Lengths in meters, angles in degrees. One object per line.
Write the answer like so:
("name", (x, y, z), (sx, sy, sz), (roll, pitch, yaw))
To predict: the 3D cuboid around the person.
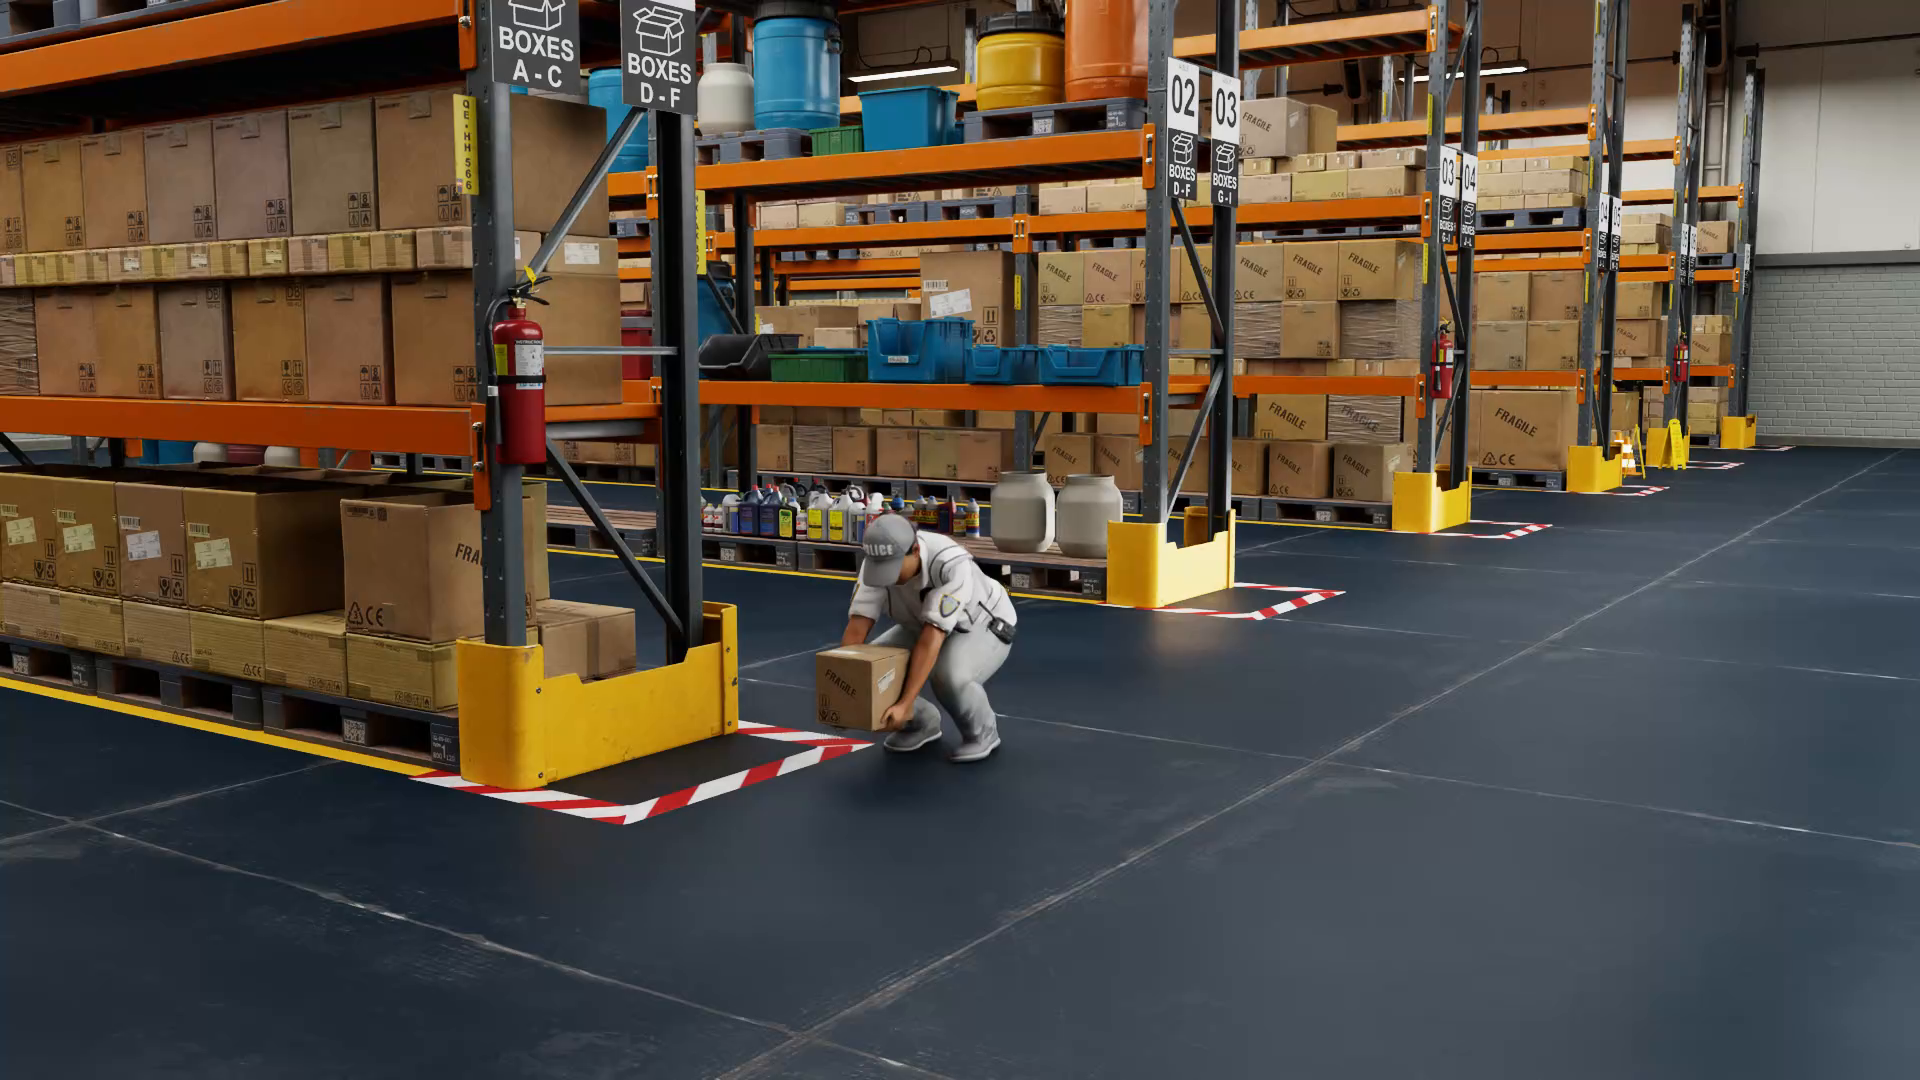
("person", (-0.131, 0.350, 6.163), (0.512, 0.948, 0.876), (4, 8, 32))
